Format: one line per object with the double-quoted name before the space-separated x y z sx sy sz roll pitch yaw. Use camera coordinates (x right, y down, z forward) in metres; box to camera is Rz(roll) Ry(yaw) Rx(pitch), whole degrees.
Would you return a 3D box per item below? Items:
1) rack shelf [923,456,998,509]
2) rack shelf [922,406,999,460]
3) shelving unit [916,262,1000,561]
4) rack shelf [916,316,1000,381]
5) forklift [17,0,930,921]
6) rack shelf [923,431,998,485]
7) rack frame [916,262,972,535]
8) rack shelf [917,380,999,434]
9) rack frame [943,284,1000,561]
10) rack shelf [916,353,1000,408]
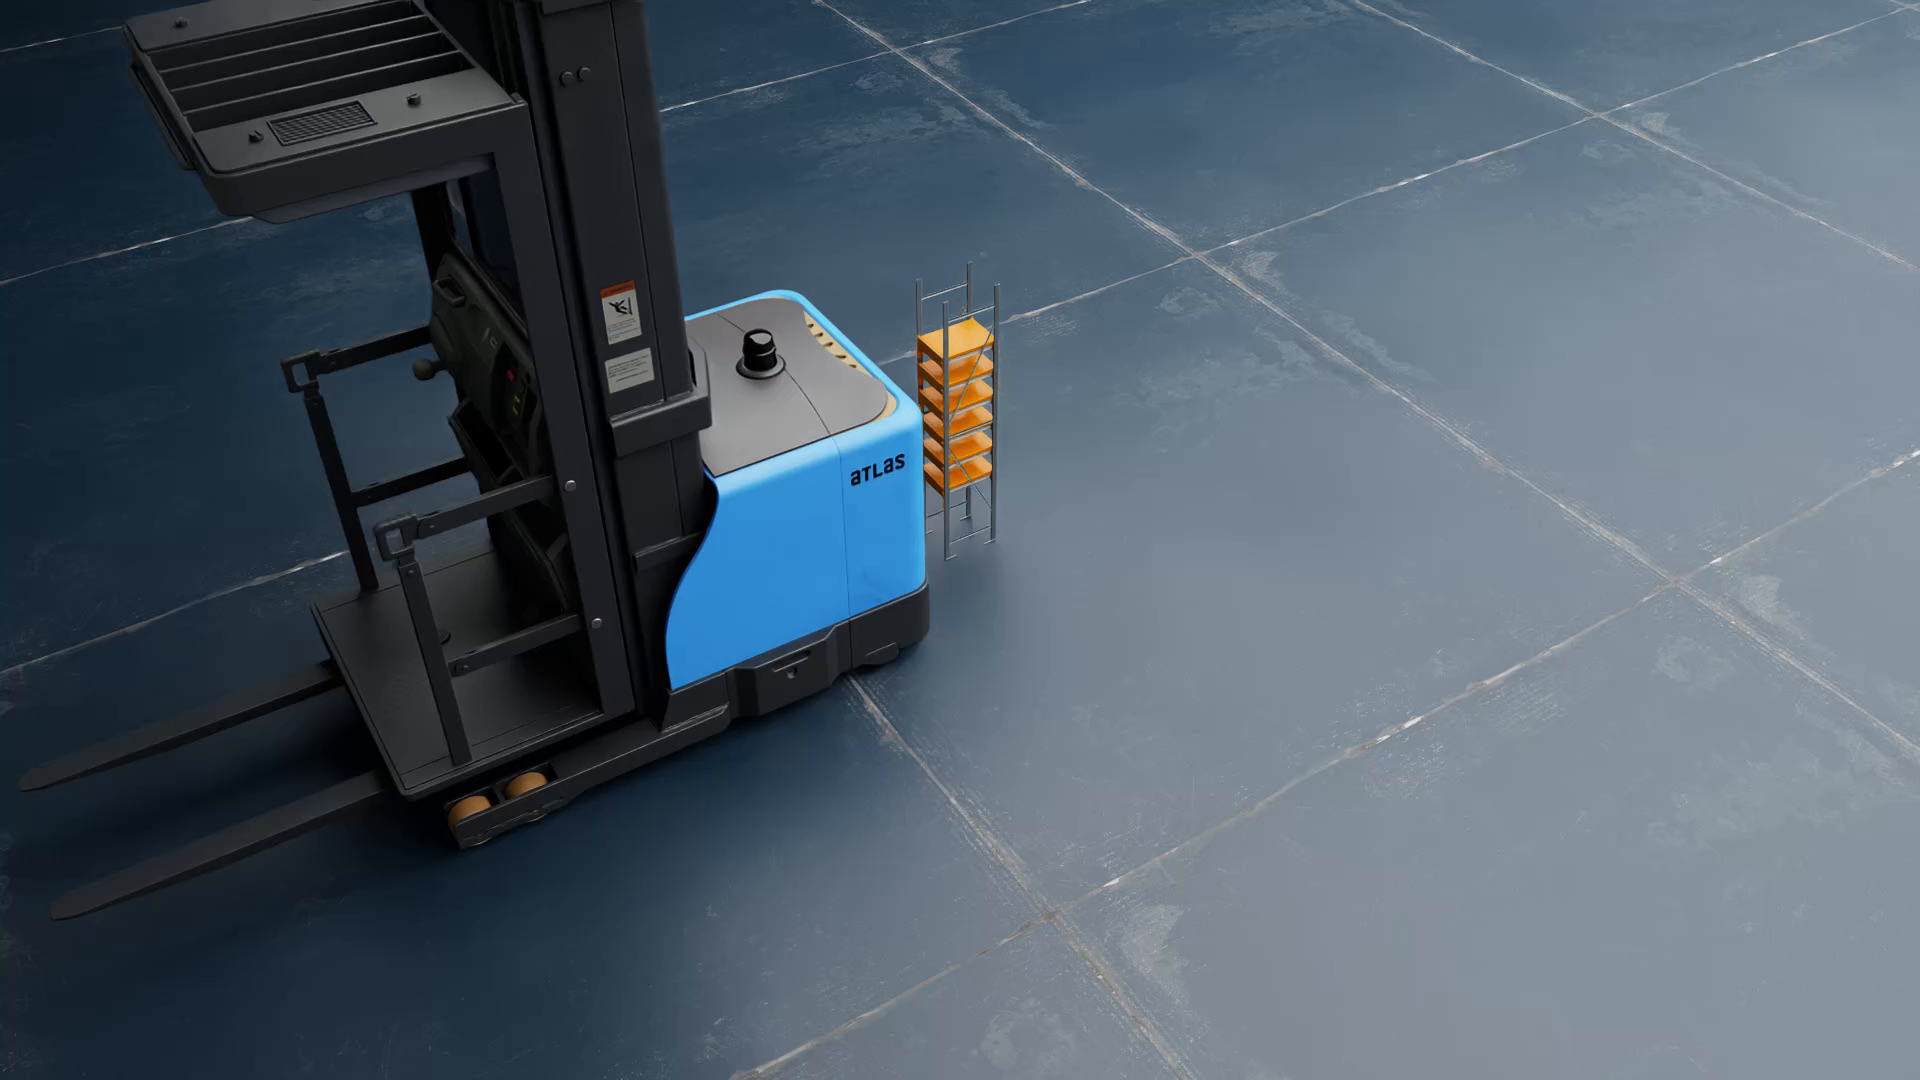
"rack shelf" -0.008 -0.250 6.557 0.258 0.103 0.180 -22 45 -24
"rack shelf" -0.008 -0.435 6.404 0.258 0.103 0.180 -22 45 -24
"shelving unit" -0.008 -0.469 6.375 0.258 1.200 0.189 -22 45 -24
"rack shelf" -0.008 -0.711 6.173 0.258 0.103 0.180 -22 45 -24
"forklift" -1.635 -0.499 5.060 3.031 2.935 1.130 -22 44 -24
"rack shelf" -0.008 -0.342 6.481 0.258 0.103 0.180 -22 45 -24
"rack frame" -0.057 -0.518 6.435 0.240 1.200 0.006 -22 45 -24
"rack shelf" -0.008 -0.527 6.327 0.258 0.103 0.180 -22 45 -24
"rack frame" 0.041 -0.419 6.316 0.240 1.200 0.006 -22 45 -24
"rack shelf" -0.008 -0.619 6.250 0.258 0.103 0.180 -22 45 -24
